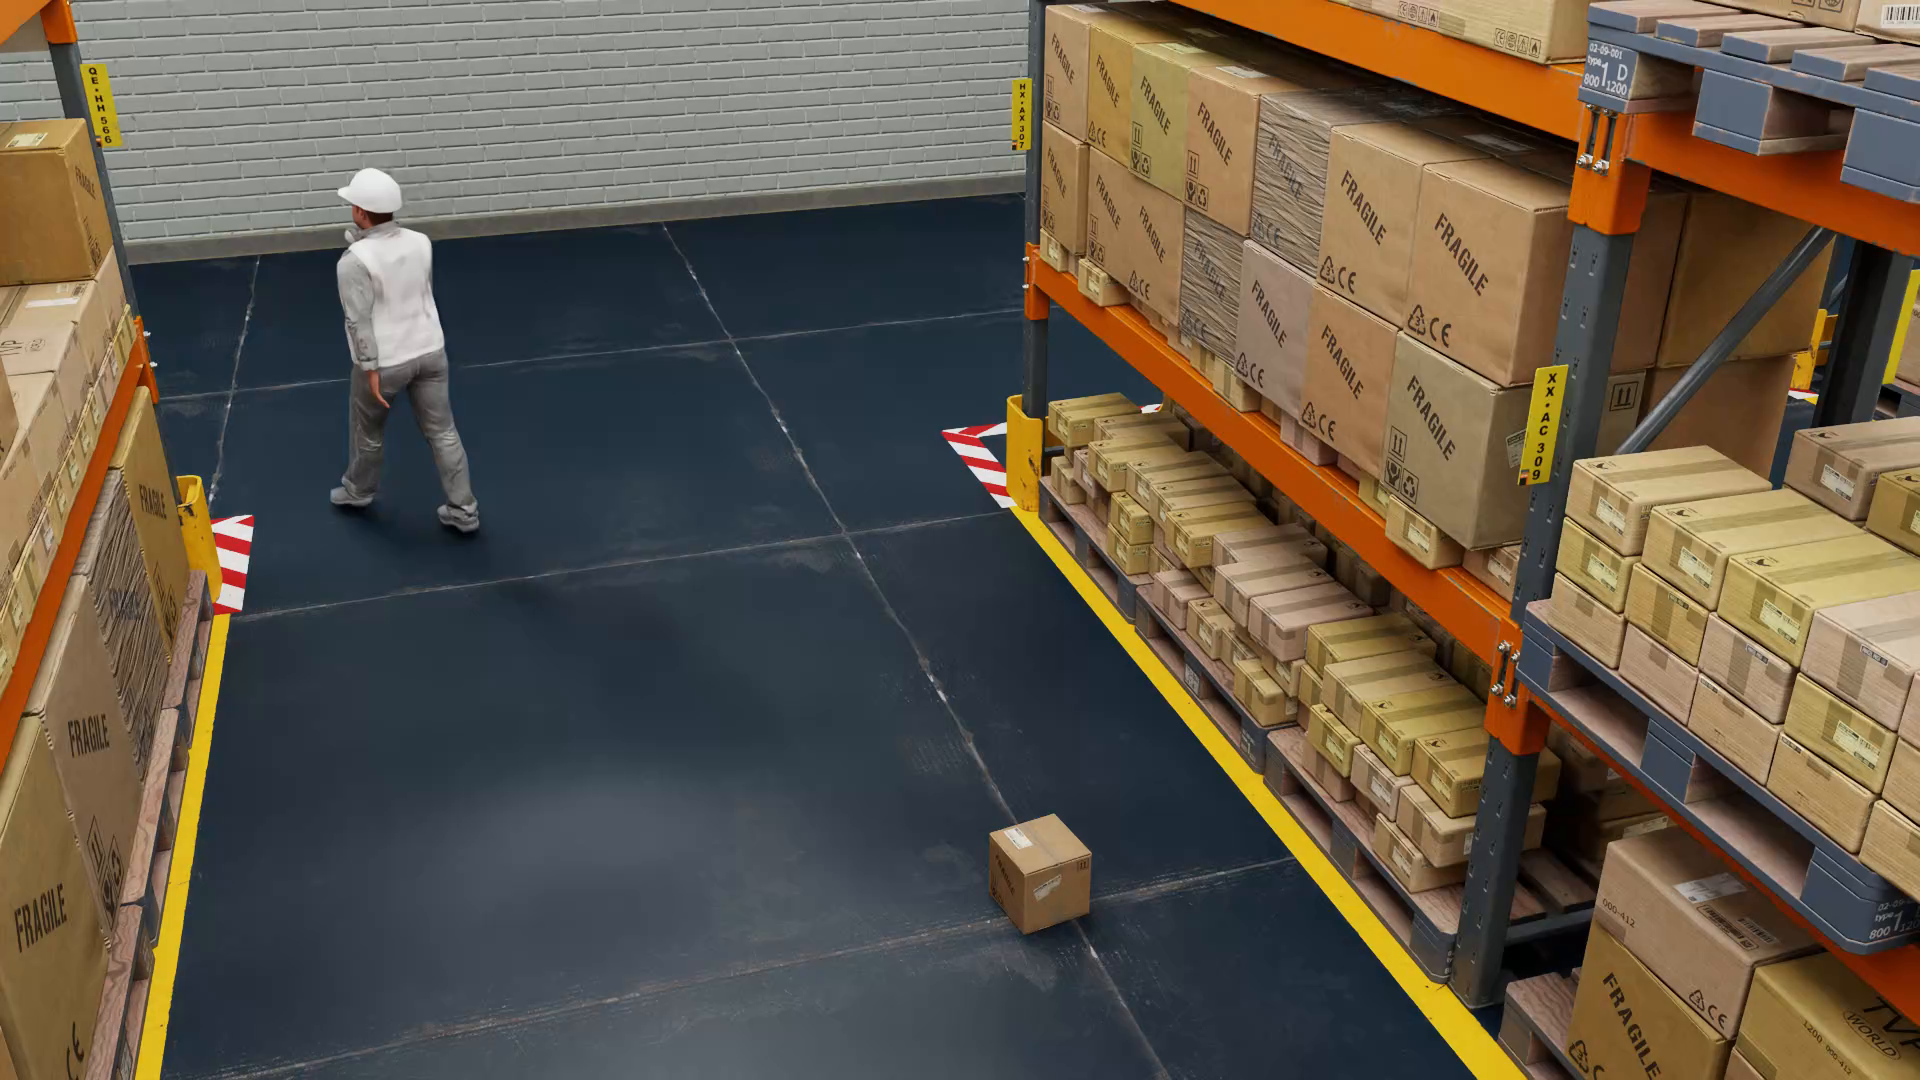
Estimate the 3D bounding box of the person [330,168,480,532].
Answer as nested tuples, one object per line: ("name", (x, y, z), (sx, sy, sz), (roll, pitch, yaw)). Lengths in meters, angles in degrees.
("person", (-2.735, -0.917, 7.922), (0.945, 1.737, 0.539), (21, 33, 37))
